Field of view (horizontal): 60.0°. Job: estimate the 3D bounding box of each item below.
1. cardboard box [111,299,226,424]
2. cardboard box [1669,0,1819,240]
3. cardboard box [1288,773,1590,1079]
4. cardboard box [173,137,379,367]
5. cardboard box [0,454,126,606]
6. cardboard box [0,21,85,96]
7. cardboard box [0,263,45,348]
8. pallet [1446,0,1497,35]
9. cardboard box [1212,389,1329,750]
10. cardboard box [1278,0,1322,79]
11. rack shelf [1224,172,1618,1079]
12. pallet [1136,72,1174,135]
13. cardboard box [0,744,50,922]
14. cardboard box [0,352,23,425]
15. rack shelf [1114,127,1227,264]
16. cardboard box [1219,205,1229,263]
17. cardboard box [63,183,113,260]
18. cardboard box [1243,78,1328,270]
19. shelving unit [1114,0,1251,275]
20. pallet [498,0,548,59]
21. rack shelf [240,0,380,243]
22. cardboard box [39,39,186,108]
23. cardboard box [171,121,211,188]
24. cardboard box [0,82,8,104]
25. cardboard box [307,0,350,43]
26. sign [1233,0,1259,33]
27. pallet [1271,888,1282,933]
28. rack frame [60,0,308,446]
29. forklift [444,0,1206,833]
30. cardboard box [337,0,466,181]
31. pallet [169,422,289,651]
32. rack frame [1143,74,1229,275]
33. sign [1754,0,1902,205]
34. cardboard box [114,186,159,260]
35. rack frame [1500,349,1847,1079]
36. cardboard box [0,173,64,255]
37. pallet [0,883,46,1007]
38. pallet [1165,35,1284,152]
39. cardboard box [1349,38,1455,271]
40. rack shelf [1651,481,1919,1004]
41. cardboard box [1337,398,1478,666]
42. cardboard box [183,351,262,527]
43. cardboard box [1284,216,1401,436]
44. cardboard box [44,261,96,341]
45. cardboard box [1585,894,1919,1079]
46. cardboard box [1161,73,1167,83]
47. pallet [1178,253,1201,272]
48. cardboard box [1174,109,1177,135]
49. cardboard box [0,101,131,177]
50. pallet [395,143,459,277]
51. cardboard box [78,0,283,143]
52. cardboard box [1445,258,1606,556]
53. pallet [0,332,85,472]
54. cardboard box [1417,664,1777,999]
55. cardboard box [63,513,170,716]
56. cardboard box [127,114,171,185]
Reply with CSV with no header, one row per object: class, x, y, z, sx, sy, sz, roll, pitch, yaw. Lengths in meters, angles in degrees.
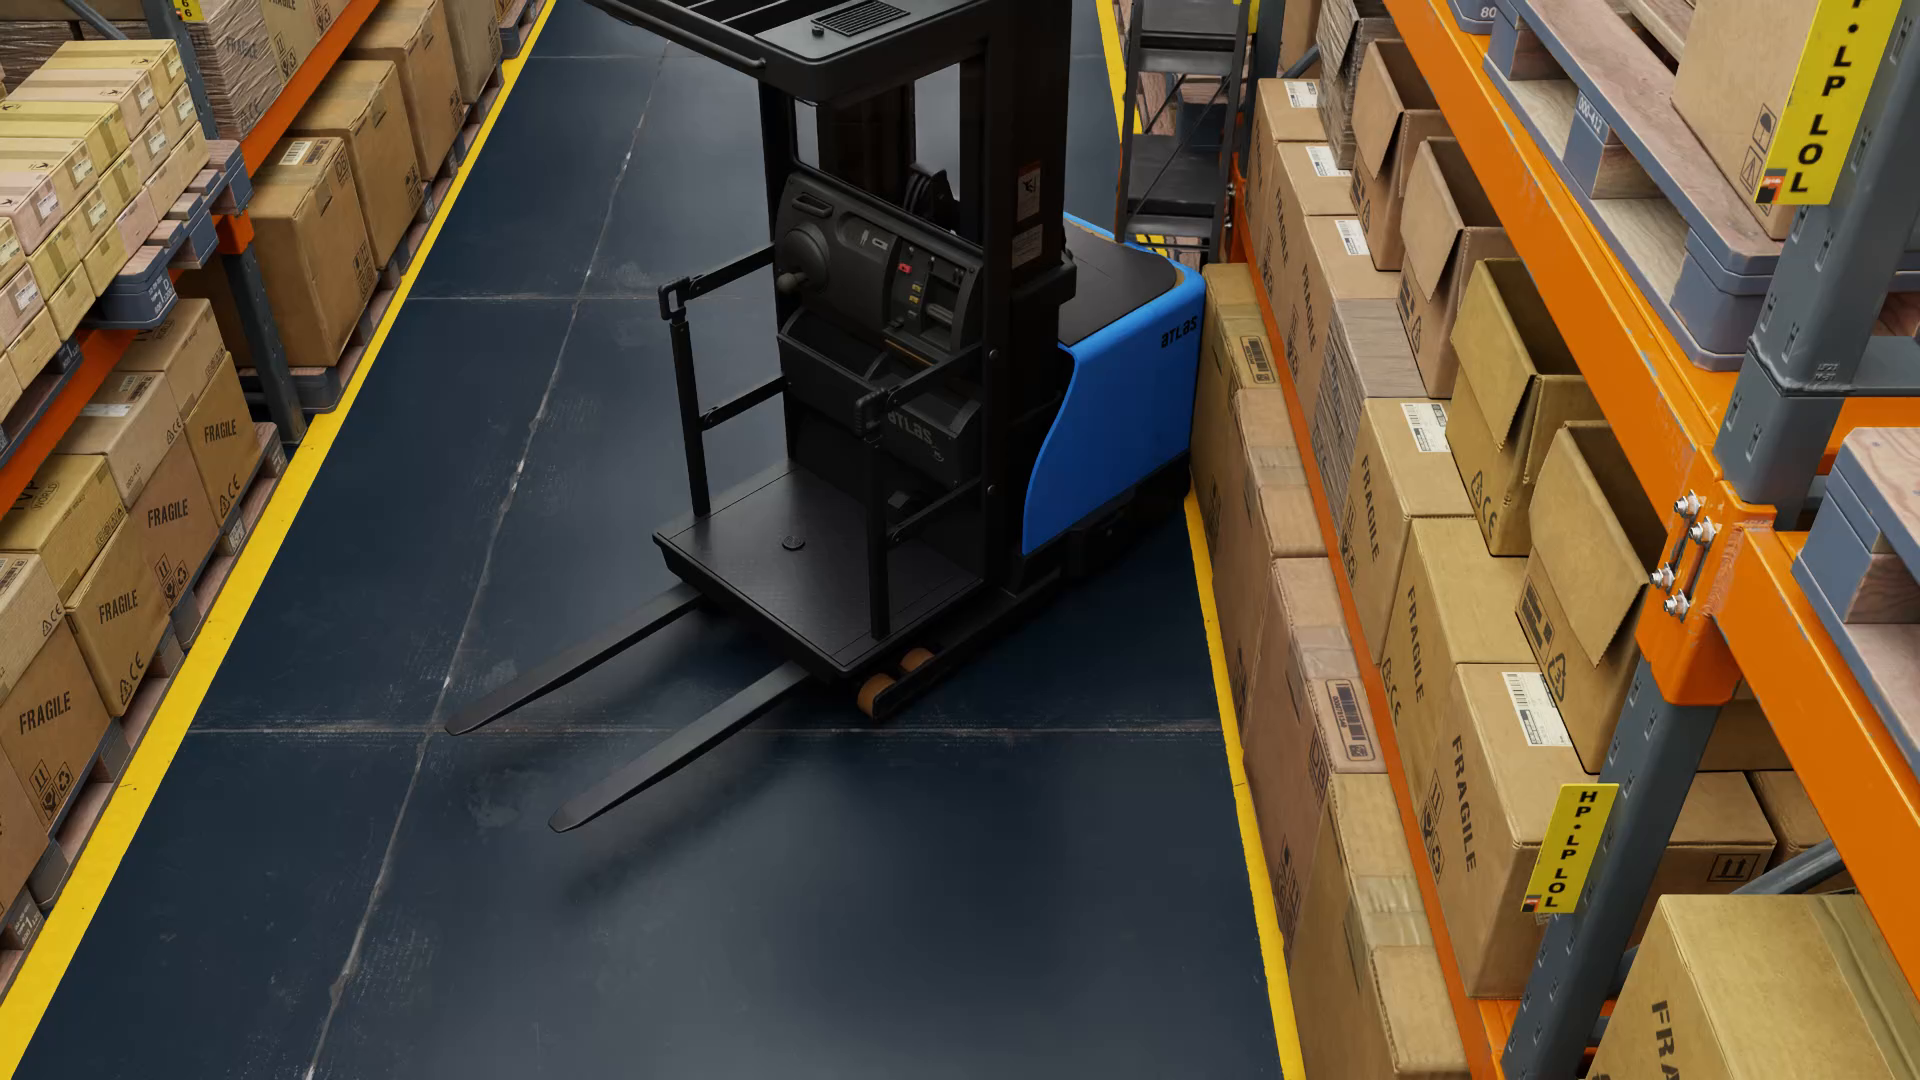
cardboard box,-3.121,-0.672,6.253,0.500,0.250,0.500,-1,39,-1
cardboard box,1.570,-0.793,2.527,0.700,0.500,0.500,1,39,1
cardboard box,1.560,1.208,4.207,1.225,0.875,0.875,0,39,0
cardboard box,-3.295,-1.285,7.418,1.050,0.750,0.750,-1,39,-1
cardboard box,-3.125,-0.038,5.462,0.500,0.250,0.500,1,39,1
cardboard box,-3.653,-1.939,6.691,0.500,0.500,0.500,0,39,0
cardboard box,-2.924,-0.685,4.833,0.380,0.149,0.250,1,39,1
pallet,1.634,-1.553,4.042,1.003,0.211,1.213,2,39,2
cardboard box,1.549,0.096,5.595,1.225,0.875,0.875,0,39,0
cardboard box,1.535,-2.099,6.555,0.500,0.500,0.500,-5,39,-6
rack shelf,1.578,-0.027,4.961,1.077,0.370,4.000,0,39,0
pallet,1.574,-2.485,9.682,1.003,0.211,1.213,0,39,0
cardboard box,-3.117,0.902,4.889,0.500,0.500,0.500,2,39,2
cardboard box,-2.924,-0.403,4.720,0.380,0.149,0.250,-2,39,-2
rack shelf,0.833,-1.305,6.670,0.431,0.518,0.480,4,45,4
cardboard box,1.555,-1.174,7.463,0.700,0.500,0.500,-2,39,-2
cardboard box,-2.923,-1.004,5.231,0.380,0.149,0.250,0,39,0
cardboard box,1.305,-1.293,5.885,0.500,0.500,0.500,1,39,1
shelving unit,0.833,-1.314,6.661,0.431,2.100,0.503,4,45,4
pallet,-3.311,-3.507,10.958,1.003,0.211,1.213,0,39,0
rack shelf,-3.386,-2.588,8.156,1.077,0.370,4.000,0,39,0
cardboard box,-2.925,-1.610,5.750,0.380,0.149,0.250,-1,39,-2
cardboard box,-2.924,-1.376,5.933,0.380,0.149,0.250,1,39,1
cardboard box,-3.584,-1.498,5.848,0.380,0.149,0.250,2,39,2
cardboard box,-3.118,-2.572,7.480,0.500,0.500,0.500,0,39,0
sign,1.033,-1.973,5.951,0.100,0.325,0.005,0,39,0
pallet,1.500,0.784,5.603,1.003,0.211,1.213,0,39,0
rack frame,-3.384,-1.618,6.371,1.000,3.000,0.127,0,39,0
forklift,-0.440,-0.866,5.487,1.130,2.935,3.031,32,48,33
cardboard box,-3.301,-2.414,8.827,1.050,0.750,0.750,0,39,0
pallet,-3.385,-0.041,6.633,1.003,0.211,1.213,0,39,0
rack frame,0.859,-1.487,6.831,0.400,2.100,0.015,4,45,4
sign,1.038,-0.546,1.969,0.100,0.325,0.005,0,39,0
cardboard box,-2.925,-1.060,5.539,0.380,0.149,0.250,1,39,1
rack frame,1.581,0.943,3.175,1.000,3.000,0.127,0,39,0
cardboard box,-2.928,-0.971,4.953,0.380,0.149,0.250,0,39,0
pallet,-3.382,1.484,4.729,1.003,0.211,1.213,0,39,0
pallet,1.469,-1.929,6.912,1.213,0.211,1.003,0,39,0
cardboard box,1.559,-1.124,4.872,0.797,0.503,0.637,1,39,1
rack shelf,1.583,1.304,0.901,1.077,0.370,4.000,0,39,0
cardboard box,1.306,-0.025,4.302,0.500,0.500,0.500,0,39,-1
cardboard box,-3.122,-0.395,6.508,0.500,0.500,0.500,0,39,0
cardboard box,1.312,-0.651,5.083,0.500,0.500,0.500,-1,39,-1
cardboard box,-2.926,-0.736,5.134,0.380,0.149,0.250,-2,39,-2
cardboard box,1.326,0.892,2.520,0.500,0.500,0.500,0,39,0
cardboard box,1.551,-2.872,9.583,0.700,0.500,0.500,-3,39,-4
pallet,1.577,-0.959,7.778,1.003,0.211,1.213,0,39,0
cardboard box,1.533,-2.224,8.774,0.700,0.500,0.500,-3,39,-4
cardboard box,-2.927,-1.289,5.349,0.380,0.149,0.250,1,39,1
pallet,-3.308,-1.784,8.808,1.003,0.211,1.213,0,39,0
cardboard box,-3.115,-1.938,6.690,0.500,0.500,0.500,0,39,0
cardboard box,1.583,-0.316,3.864,0.797,0.503,0.637,0,39,0
pallet,-3.341,-0.305,4.886,1.003,0.211,1.213,0,39,0
cardboard box,1.307,0.612,3.508,0.500,0.500,0.500,0,39,0
cardboard box,-3.108,0.260,5.690,0.500,0.500,0.500,-2,39,-2
cardboard box,-2.926,-1.325,5.631,0.380,0.149,0.250,1,39,2
